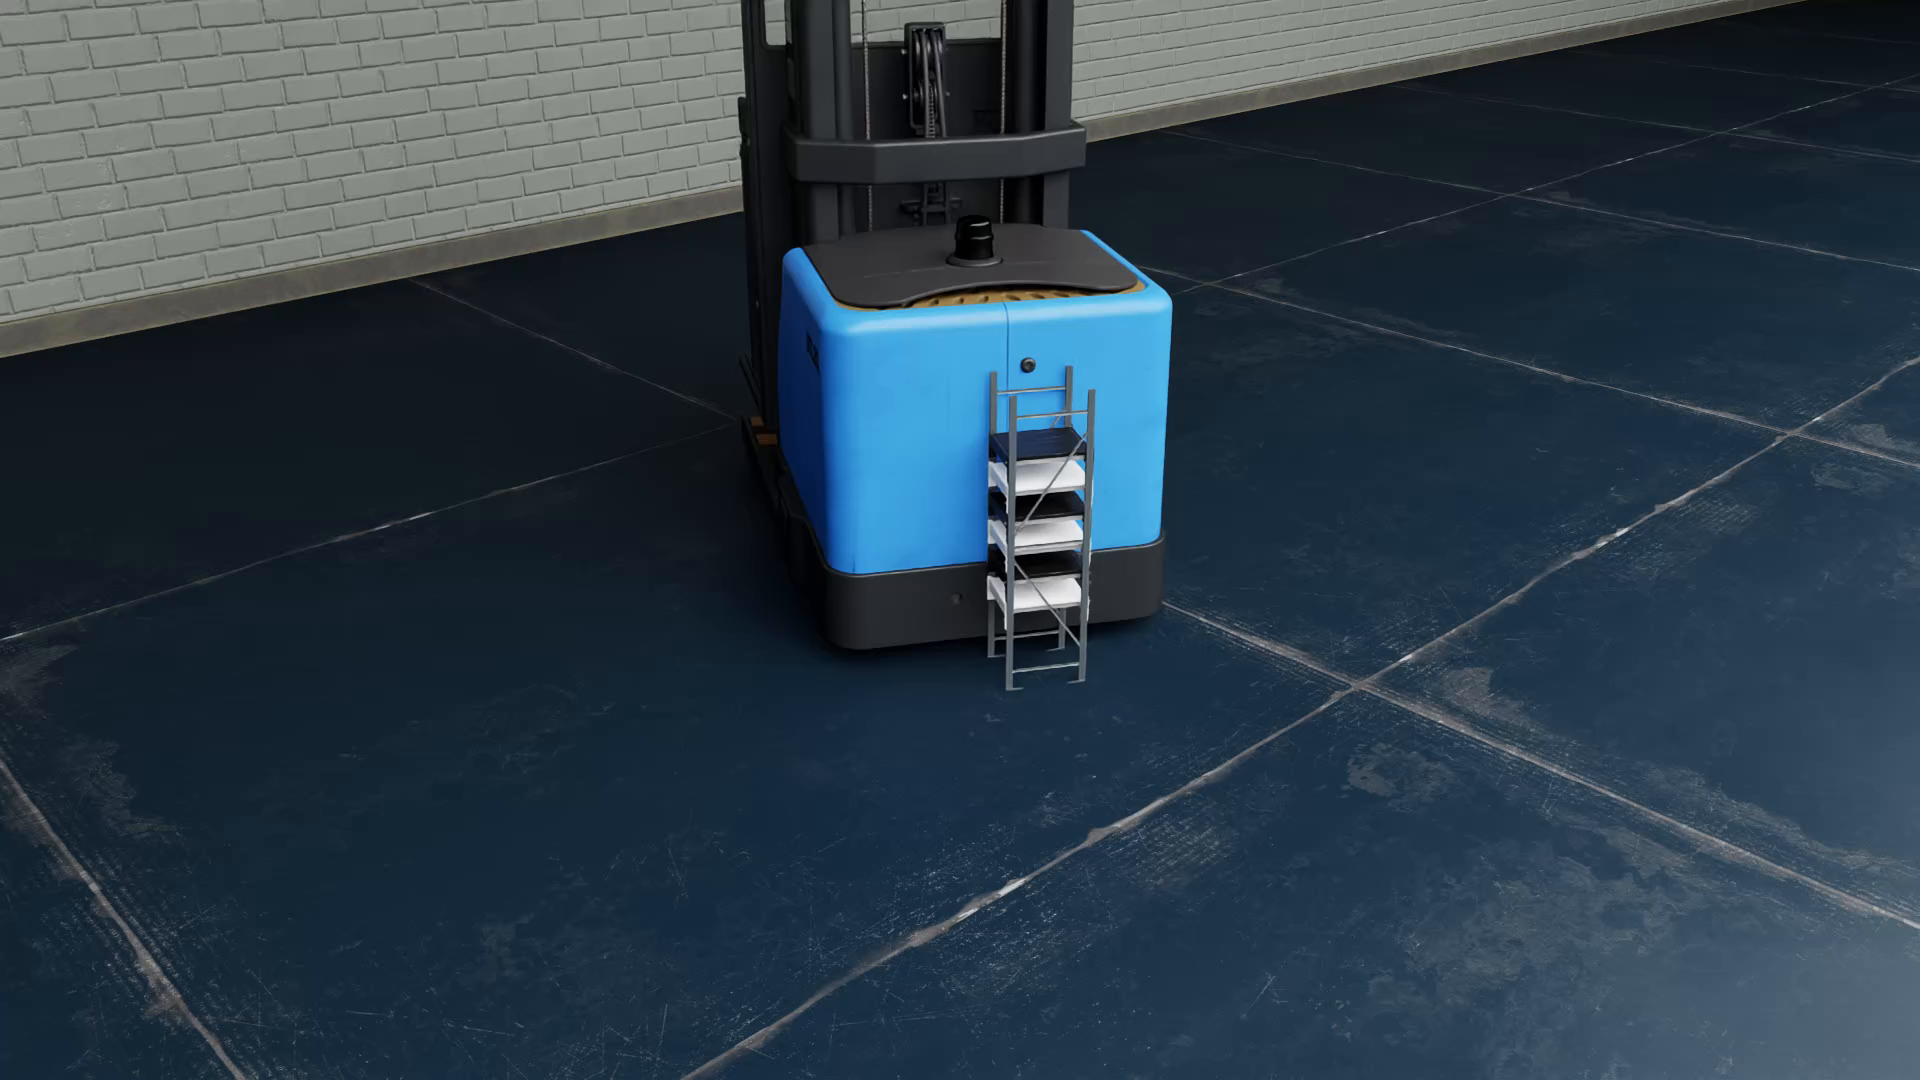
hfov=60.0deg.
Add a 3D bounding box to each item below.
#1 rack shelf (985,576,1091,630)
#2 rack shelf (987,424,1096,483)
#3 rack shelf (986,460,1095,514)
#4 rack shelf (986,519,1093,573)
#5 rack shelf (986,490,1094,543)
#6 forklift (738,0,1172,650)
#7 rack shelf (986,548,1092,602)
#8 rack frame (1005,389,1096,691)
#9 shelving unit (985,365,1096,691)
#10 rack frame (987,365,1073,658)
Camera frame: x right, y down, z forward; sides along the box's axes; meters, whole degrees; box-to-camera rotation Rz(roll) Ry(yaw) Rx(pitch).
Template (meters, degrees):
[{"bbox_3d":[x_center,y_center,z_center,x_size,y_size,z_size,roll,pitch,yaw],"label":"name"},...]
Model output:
[{"bbox_3d":[0.223,0.167,4.812,0.258,0.077,0.200,-6,25,-13],"label":"rack shelf"},{"bbox_3d":[0.224,-0.242,4.624,0.258,0.077,0.200,-6,25,-13],"label":"rack shelf"},{"bbox_3d":[0.224,-0.160,4.662,0.258,0.077,0.200,-6,25,-13],"label":"rack shelf"},{"bbox_3d":[0.224,0.004,4.737,0.258,0.077,0.200,-6,25,-13],"label":"rack shelf"},{"bbox_3d":[0.224,-0.078,4.699,0.258,0.077,0.200,-6,25,-13],"label":"rack shelf"},{"bbox_3d":[-0.224,-1.599,5.723,1.130,2.935,3.031,-6,25,-12],"label":"forklift"},{"bbox_3d":[0.224,0.086,4.774,0.258,0.077,0.200,-6,25,-13],"label":"rack shelf"},{"bbox_3d":[0.248,0.015,4.633,0.240,0.900,0.006,-6,25,-13],"label":"rack frame"},{"bbox_3d":[0.224,-0.026,4.723,0.258,0.900,0.210,-6,25,-13],"label":"shelving unit"},{"bbox_3d":[0.199,-0.068,4.812,0.240,0.900,0.006,-6,25,-13],"label":"rack frame"}]
